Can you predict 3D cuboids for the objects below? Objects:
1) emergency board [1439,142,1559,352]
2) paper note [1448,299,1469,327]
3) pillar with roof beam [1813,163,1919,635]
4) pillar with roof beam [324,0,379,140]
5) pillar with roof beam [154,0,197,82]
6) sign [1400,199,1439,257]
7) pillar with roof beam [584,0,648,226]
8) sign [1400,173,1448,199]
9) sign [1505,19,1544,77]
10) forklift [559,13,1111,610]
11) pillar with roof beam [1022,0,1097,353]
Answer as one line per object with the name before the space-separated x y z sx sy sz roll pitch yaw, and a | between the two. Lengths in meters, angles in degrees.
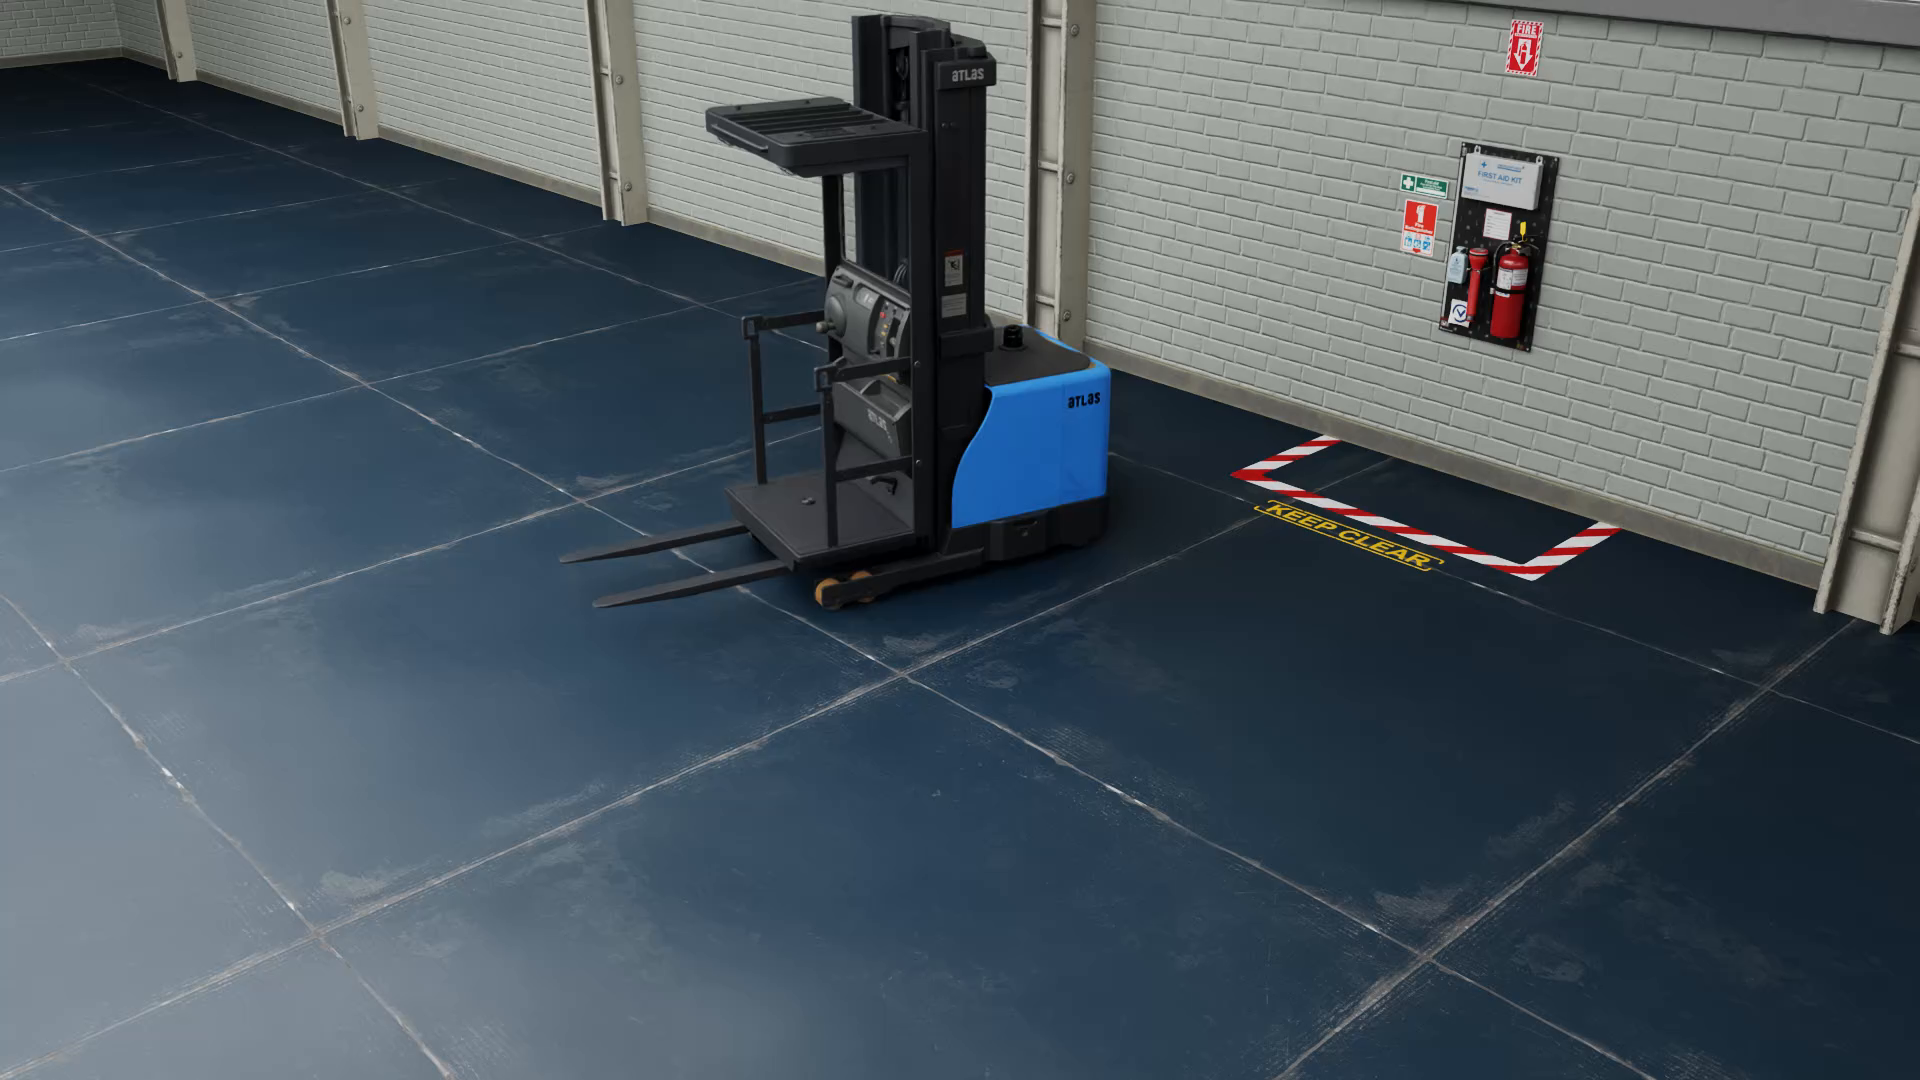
emergency board | 3.161 -1.730 9.928 0.194 1.169 0.643 -21 32 -38
paper note | 3.090 -1.403 10.272 0.016 0.148 0.142 -21 32 -38
pillar with roof beam | 1.680 -2.479 4.341 9.100 9.000 0.400 -21 32 -38
pillar with roof beam | -10.623 -7.932 16.295 9.100 9.000 0.400 -21 32 -38
pillar with roof beam | -14.724 -9.750 20.280 9.100 9.000 0.400 -21 32 -38
sign | 2.858 -1.943 10.352 0.001 0.329 0.234 -21 32 -38
pillar with roof beam | -6.522 -6.114 12.311 9.100 9.000 0.400 -21 32 -38
sign | 2.855 -2.180 10.234 0.001 0.109 0.331 -21 32 -38
sign | 3.228 -2.815 9.515 0.001 0.298 0.199 -21 32 -38
forklift | -0.681 -1.208 8.866 3.031 2.935 1.130 -13 27 -26
pillar with roof beam | -2.421 -4.297 8.326 9.100 9.000 0.400 -21 32 -38
